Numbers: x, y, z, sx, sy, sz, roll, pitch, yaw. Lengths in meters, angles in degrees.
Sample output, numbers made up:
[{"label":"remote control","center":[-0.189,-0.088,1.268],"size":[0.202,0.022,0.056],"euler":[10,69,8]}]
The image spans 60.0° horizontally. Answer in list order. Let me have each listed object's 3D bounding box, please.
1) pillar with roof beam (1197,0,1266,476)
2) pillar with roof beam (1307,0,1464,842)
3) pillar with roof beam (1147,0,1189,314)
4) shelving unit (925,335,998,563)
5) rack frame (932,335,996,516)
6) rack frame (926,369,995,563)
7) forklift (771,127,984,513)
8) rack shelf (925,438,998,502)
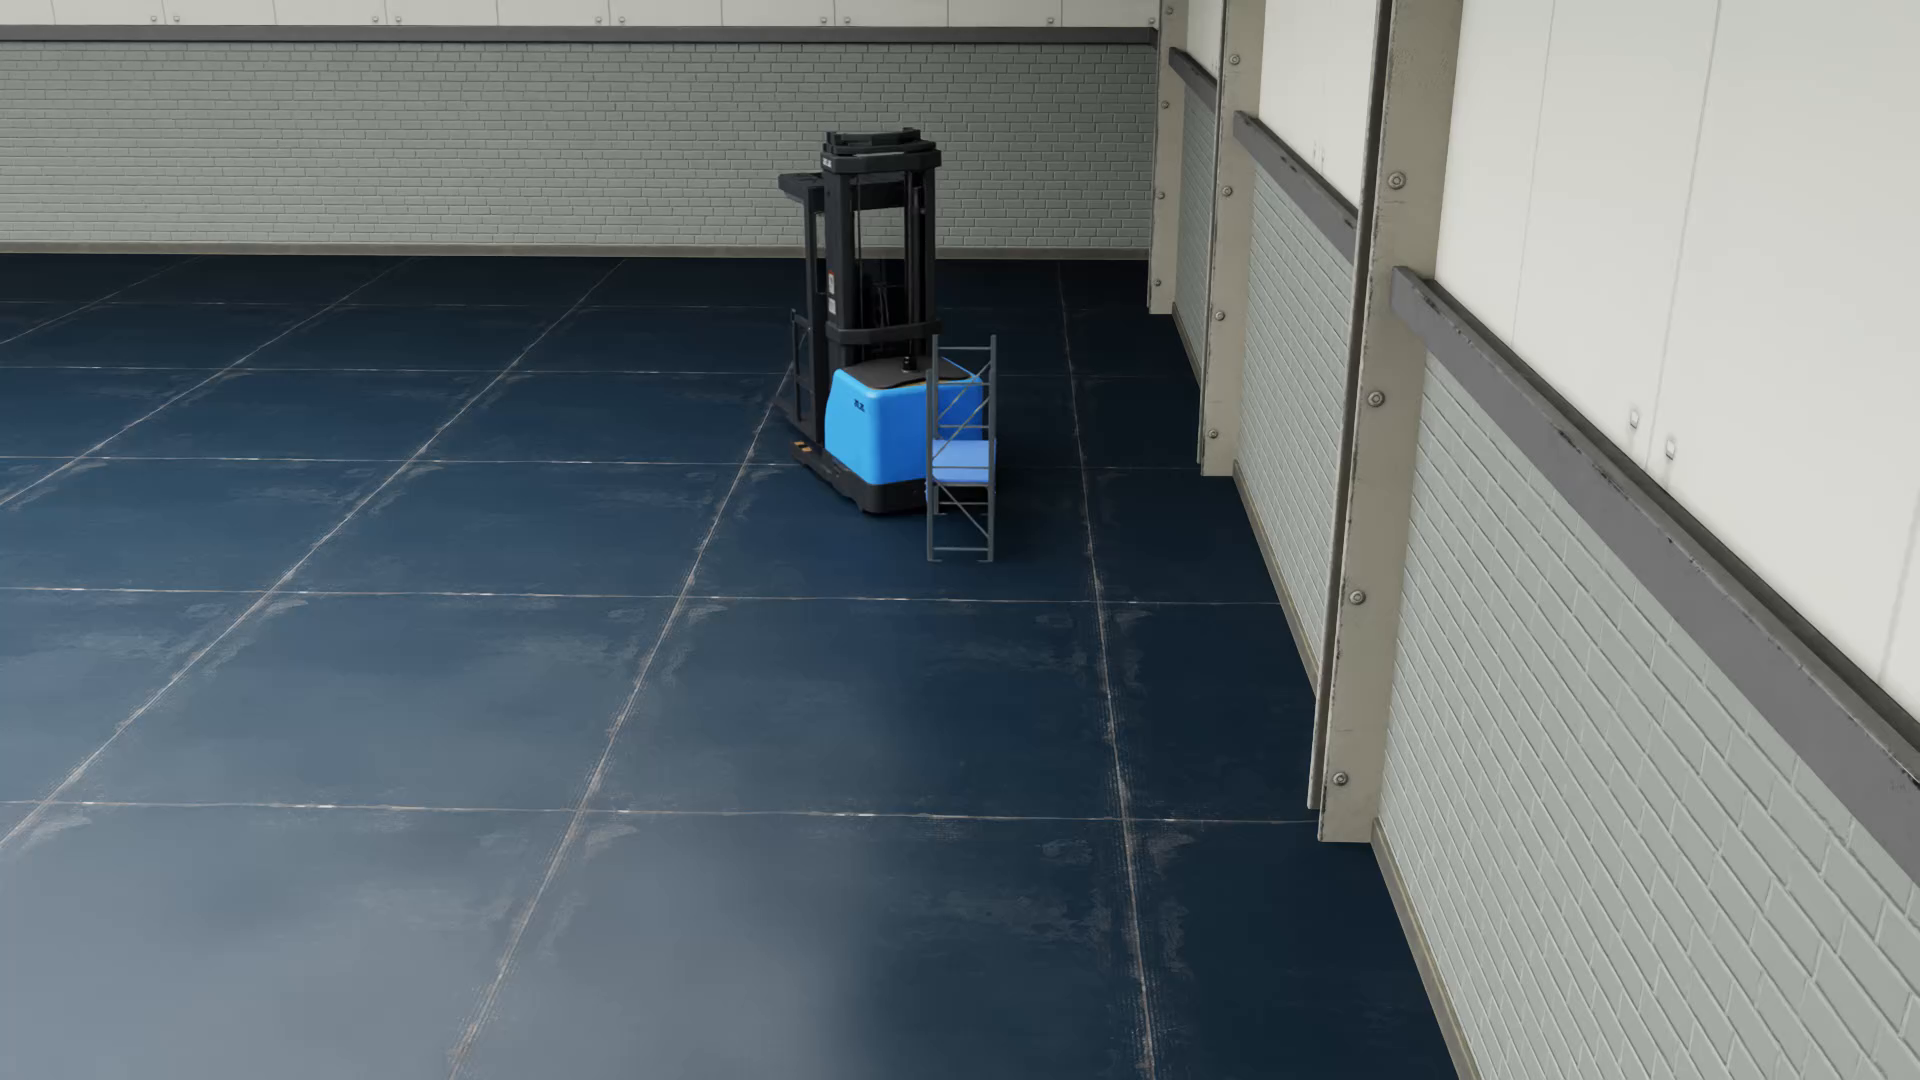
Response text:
[{"label":"pillar with roof beam","center":[-2.042,-4.872,13.146],"size":[9.100,9.000,0.400],"euler":[1,21,2]},{"label":"pillar with roof beam","center":[-2.225,-2.703,7.554],"size":[9.100,9.000,0.400],"euler":[1,21,2]},{"label":"pillar with roof beam","center":[-1.860,-7.042,18.737],"size":[9.100,9.000,0.400],"euler":[1,21,2]},{"label":"shelving unit","center":[0.020,-0.717,12.804],"size":[0.538,1.500,1.048],"euler":[1,21,2]},{"label":"rack frame","center":[0.035,-0.901,13.277],"size":[0.500,1.500,0.032],"euler":[1,21,2]},{"label":"rack frame","center":[0.004,-0.533,12.330],"size":[0.500,1.500,0.032],"euler":[1,21,2]},{"label":"forklift","center":[-0.874,-2.079,14.336],"size":[1.130,2.935,3.031],"euler":[-9,23,-23]},{"label":"rack shelf","center":[0.020,-0.549,12.869],"size":[0.538,0.185,1.000],"euler":[1,21,2]}]
